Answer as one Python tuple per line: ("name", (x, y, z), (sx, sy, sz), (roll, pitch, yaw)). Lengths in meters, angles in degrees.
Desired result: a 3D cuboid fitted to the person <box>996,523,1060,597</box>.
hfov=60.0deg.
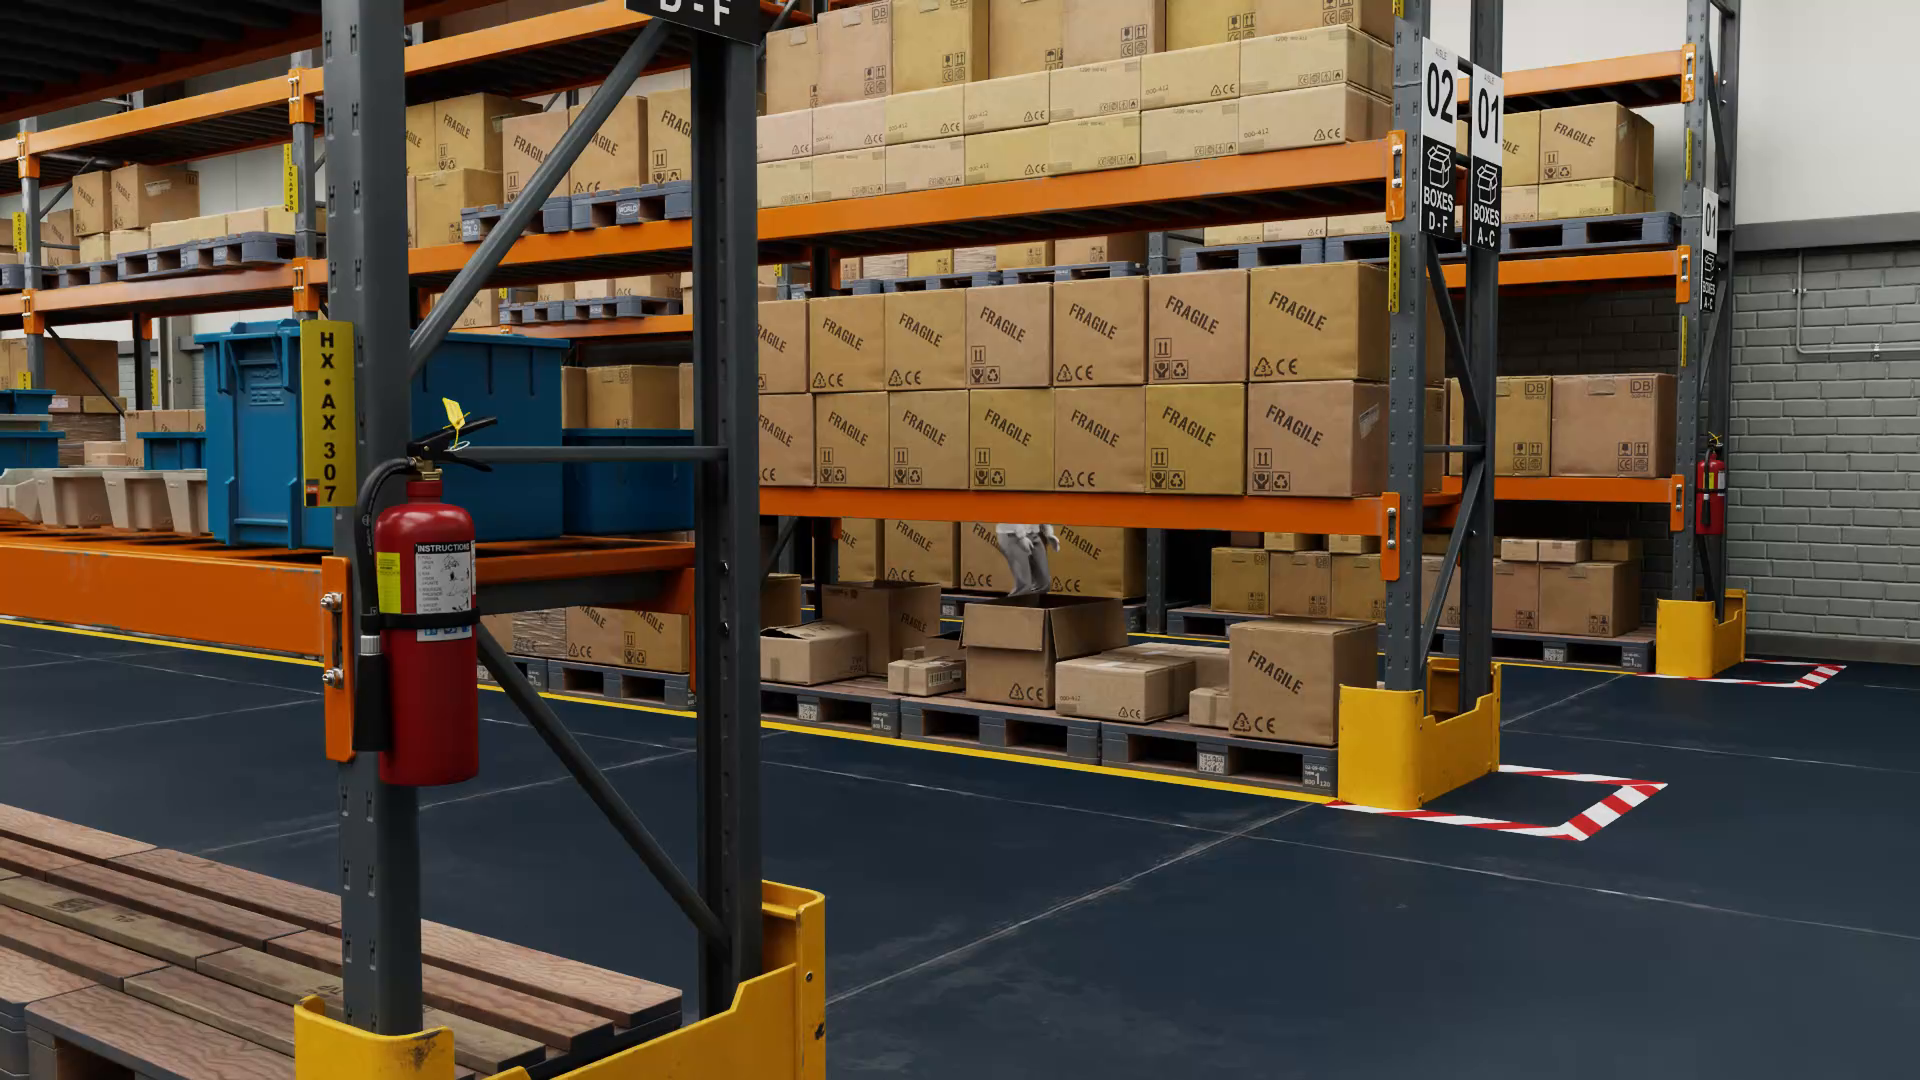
("person", (0.534, -0.012, 12.887), (0.465, 1.616, 0.504), (2, 4, 37))
